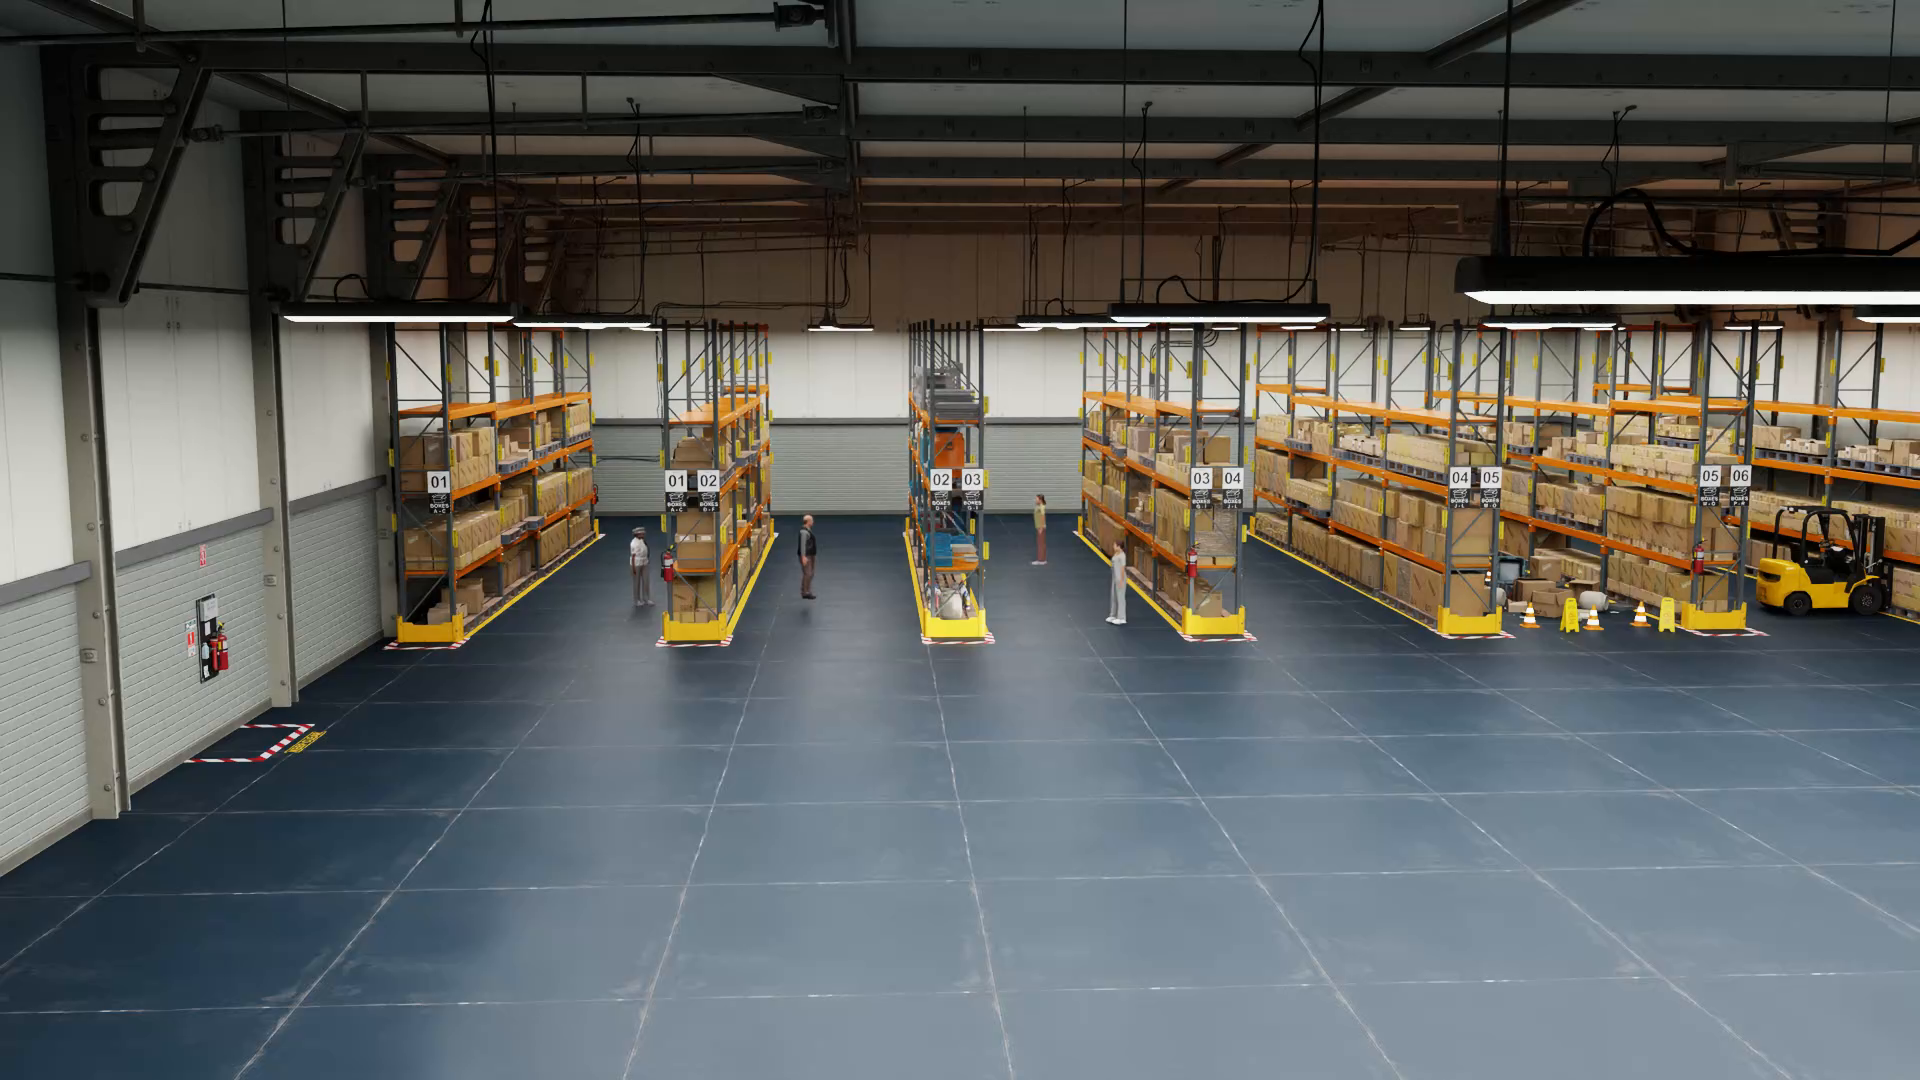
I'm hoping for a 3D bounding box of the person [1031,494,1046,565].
[{"bbox_3d":[1.862,-0.258,39.285,0.369,1.684,0.522,0,7,-4],"label":"person"}]

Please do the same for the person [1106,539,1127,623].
[{"bbox_3d":[3.127,0.808,33.033,0.398,1.675,0.489,-2,7,-15],"label":"person"}]

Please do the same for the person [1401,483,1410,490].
[{"bbox_3d":[12.101,-0.767,45.462,0.444,1.784,0.633,0,7,1],"label":"person"}]

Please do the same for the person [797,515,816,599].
[{"bbox_3d":[-3.138,0.362,34.294,0.400,1.766,0.620,2,7,17],"label":"person"}]

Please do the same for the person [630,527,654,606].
[{"bbox_3d":[-6.782,0.557,35.223,0.377,1.685,0.507,5,9,34],"label":"person"}]
